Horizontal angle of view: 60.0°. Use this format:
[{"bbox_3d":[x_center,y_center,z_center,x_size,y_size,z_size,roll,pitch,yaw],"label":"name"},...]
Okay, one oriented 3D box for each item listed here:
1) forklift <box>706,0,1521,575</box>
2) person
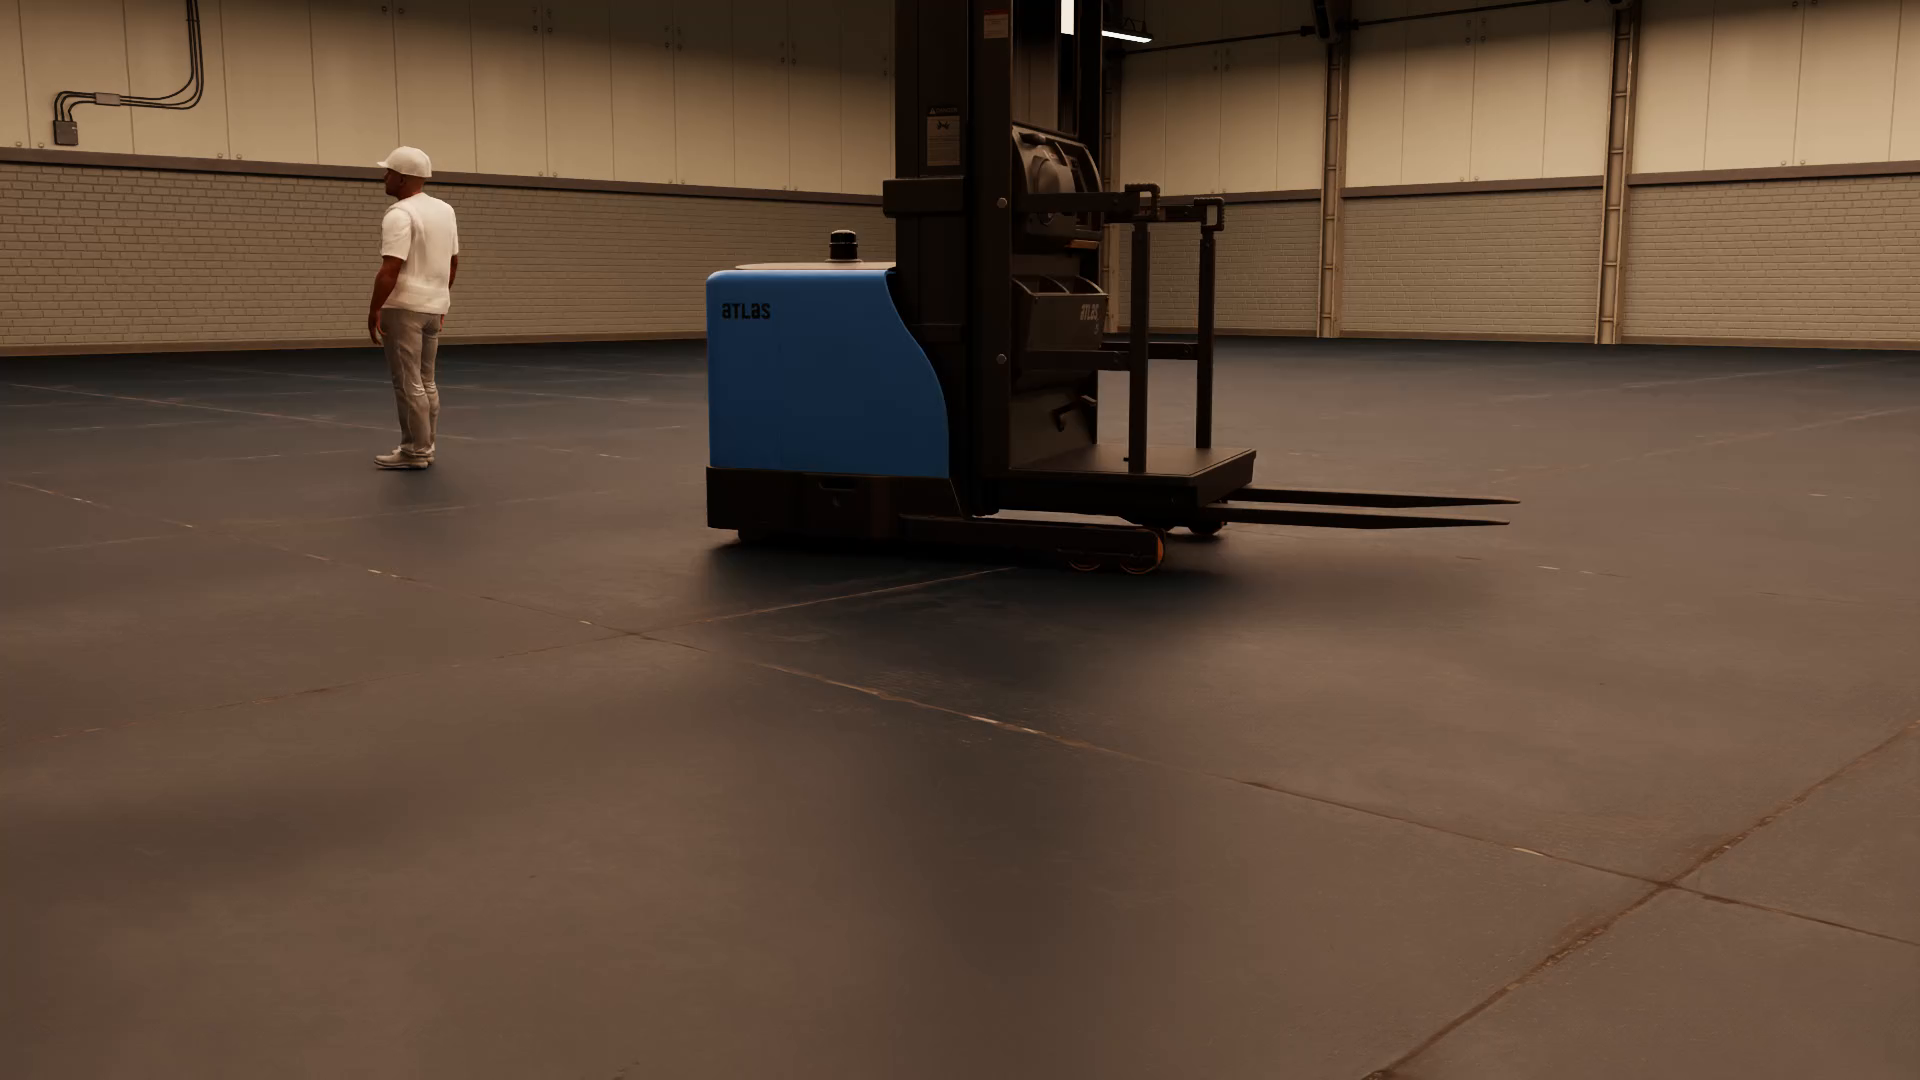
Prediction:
[{"bbox_3d":[0.565,-1.416,6.275,3.031,2.935,1.130,3,9,22],"label":"forklift"},{"bbox_3d":[-3.124,-1.287,9.287,0.577,1.765,0.666,2,9,16],"label":"person"}]
